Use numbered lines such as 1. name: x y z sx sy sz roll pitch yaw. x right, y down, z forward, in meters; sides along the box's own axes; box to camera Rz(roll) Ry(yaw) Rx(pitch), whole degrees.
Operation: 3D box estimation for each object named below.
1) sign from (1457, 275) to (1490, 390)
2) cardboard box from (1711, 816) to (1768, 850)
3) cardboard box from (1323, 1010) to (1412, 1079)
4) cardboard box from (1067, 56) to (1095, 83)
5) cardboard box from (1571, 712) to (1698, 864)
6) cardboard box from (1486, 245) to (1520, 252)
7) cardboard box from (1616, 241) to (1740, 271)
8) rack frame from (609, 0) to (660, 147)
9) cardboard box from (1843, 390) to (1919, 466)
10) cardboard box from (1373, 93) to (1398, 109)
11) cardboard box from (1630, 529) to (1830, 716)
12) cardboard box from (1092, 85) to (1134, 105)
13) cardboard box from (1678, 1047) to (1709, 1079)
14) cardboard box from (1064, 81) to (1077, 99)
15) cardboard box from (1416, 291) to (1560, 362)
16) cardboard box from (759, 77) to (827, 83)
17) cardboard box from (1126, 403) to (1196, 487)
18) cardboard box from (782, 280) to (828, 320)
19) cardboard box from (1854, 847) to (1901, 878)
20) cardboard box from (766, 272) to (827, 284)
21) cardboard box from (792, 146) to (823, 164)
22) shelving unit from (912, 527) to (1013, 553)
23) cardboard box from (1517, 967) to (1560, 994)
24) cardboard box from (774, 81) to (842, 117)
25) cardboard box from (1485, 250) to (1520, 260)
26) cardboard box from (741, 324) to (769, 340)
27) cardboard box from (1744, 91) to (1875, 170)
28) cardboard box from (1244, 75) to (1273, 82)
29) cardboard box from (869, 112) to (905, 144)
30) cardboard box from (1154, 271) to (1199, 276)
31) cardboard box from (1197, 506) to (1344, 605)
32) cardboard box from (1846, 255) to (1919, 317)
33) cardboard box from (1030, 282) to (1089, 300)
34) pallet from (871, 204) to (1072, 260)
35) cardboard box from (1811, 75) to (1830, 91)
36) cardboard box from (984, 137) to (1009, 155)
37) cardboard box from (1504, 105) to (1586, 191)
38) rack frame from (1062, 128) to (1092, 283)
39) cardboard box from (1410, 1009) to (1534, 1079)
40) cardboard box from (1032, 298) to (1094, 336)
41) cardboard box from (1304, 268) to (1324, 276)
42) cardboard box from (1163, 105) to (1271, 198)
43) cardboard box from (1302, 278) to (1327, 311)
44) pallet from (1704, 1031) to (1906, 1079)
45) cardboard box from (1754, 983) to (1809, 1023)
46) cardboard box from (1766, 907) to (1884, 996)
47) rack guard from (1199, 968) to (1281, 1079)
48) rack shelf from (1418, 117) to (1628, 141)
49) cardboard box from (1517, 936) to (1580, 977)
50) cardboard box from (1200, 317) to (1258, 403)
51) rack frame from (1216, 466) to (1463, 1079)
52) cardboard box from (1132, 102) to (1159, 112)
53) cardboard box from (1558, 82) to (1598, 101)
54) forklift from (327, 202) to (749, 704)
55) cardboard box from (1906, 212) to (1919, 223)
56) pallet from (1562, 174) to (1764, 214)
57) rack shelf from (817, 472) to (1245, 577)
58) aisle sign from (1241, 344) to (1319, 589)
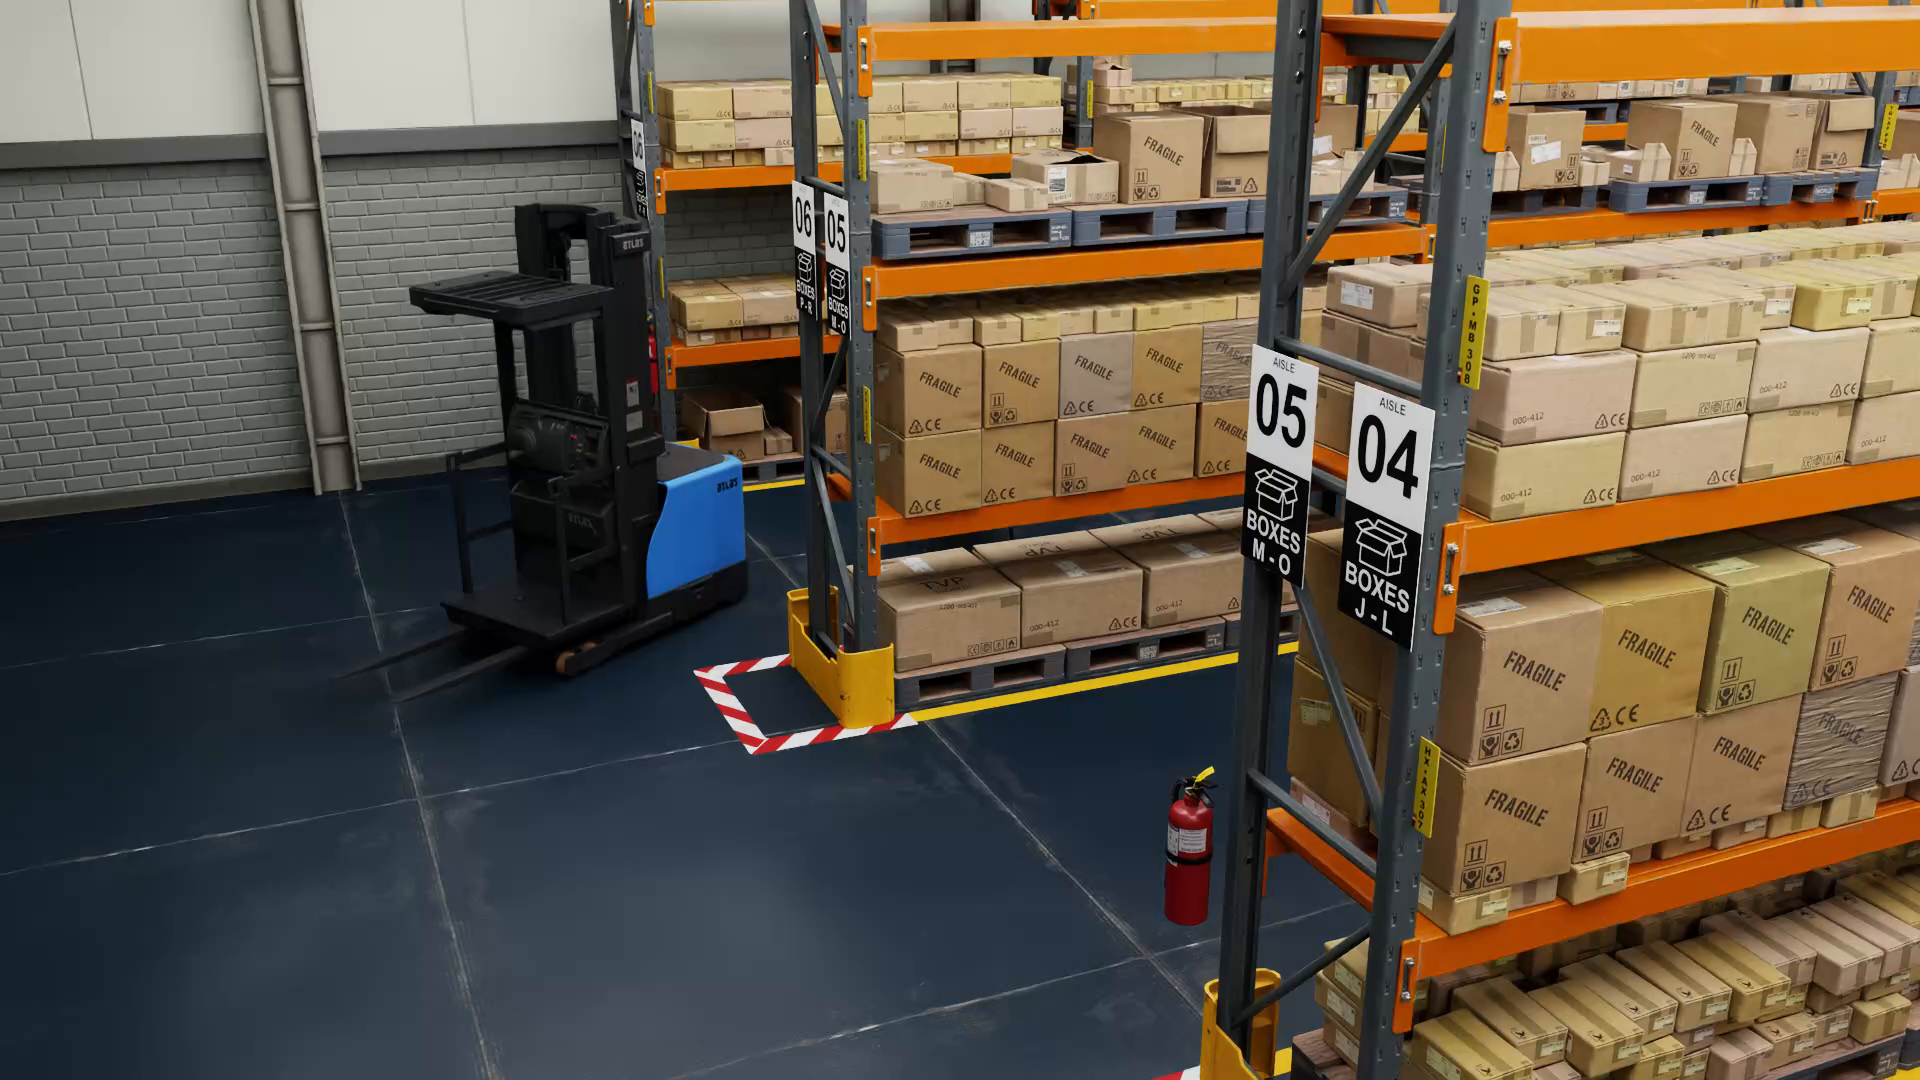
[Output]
1. sign: 1.515 -0.614 4.916 0.005 0.325 0.100 -8 21 -22
2. cardboard box: 2.893 1.031 6.456 0.250 0.149 0.380 -9 21 -23
3. cardboard box: 1.701 2.062 6.810 0.250 0.149 0.380 -8 21 -21
4. cardboard box: 1.203 -4.426 15.583 0.258 0.266 0.396 -8 21 -23
5. cardboard box: 2.303 0.808 6.113 0.500 0.500 0.500 -8 21 -22
6. cardboard box: 5.587 -3.228 17.647 0.500 0.250 0.500 -7 21 -20
7. cardboard box: 2.677 -1.012 6.236 0.250 0.149 0.380 -8 21 -21
8. rack frame: -2.723 -4.791 13.579 0.127 3.000 1.000 -8 21 -22
9. cardboard box: 3.245 -0.481 6.082 0.500 0.250 0.500 -8 21 -22
10. cardboard box: 4.146 -4.398 16.604 0.250 0.149 0.380 -9 21 -23
11. cardboard box: 2.764 0.281 6.104 0.500 0.500 0.500 -9 21 -23
12. cardboard box: 1.398 -4.075 15.210 0.250 0.149 0.380 -8 21 -20
13. cardboard box: 2.815 2.066 6.797 0.250 0.149 0.380 -8 21 -22
14. cardboard box: 1.179 -4.244 15.691 0.250 0.149 0.380 -8 21 -23
15. cardboard box: 1.687 -0.693 5.330 0.250 0.149 0.380 -8 21 -22
16. cardboard box: -1.479 -3.964 14.773 0.500 0.250 0.500 -8 21 -21
17. cardboard box: 1.182 -0.678 10.781 0.500 0.500 0.500 -7 21 -20
18. cardboard box: -1.273 -2.142 14.868 0.500 0.250 0.500 -9 21 -23
19. cardboard box: 4.085 1.437 7.690 0.250 0.149 0.380 -8 21 -23
20. cardboard box: -1.476 -2.303 15.326 0.500 0.250 0.500 -7 21 -20
21. cardboard box: -1.359 -3.338 14.347 0.250 0.149 0.380 -8 21 -22
22. shelving unit: 0.006 -0.708 13.275 0.755 1.500 0.431 -8 21 -22
23. cardboard box: 2.435 1.825 7.034 0.250 0.149 0.380 -8 21 -23
24. cardboard box: -1.286 -3.795 14.292 0.500 0.250 0.500 -8 21 -23
25. cardboard box: 5.590 -2.991 17.727 0.500 0.250 0.500 -9 21 -23
26. cardboard box: -1.870 -1.895 14.766 0.250 0.149 0.380 -8 21 -23
27. cardboard box: 6.306 -3.067 12.411 0.637 0.503 0.797 -10 22 -25
28. cardboard box: 3.035 -4.537 16.552 0.250 0.149 0.380 -8 21 -22
29. cardboard box: -0.808 -3.633 14.584 0.500 0.250 0.500 -9 21 -23
30. cardboard box: 1.958 -2.796 16.164 0.500 0.500 0.700 -8 21 -21
31. cardboard box: 2.300 0.086 11.987 0.875 0.438 0.875 -8 21 -23
32. cardboard box: 3.392 -0.904 5.929 0.250 0.149 0.380 -9 21 -23
33. cardboard box: 0.646 -1.566 10.820 0.250 0.149 0.380 -8 21 -21
34. pallet: -0.077 -1.922 10.081 1.213 0.211 1.003 -8 21 -22
35. cardboard box: 9.533 -5.149 18.708 0.250 0.149 0.380 -7 21 -20
36. cardboard box: 0.260 -3.583 15.042 0.250 0.149 0.380 -7 21 -20
37. cardboard box: 3.843 -2.662 11.266 0.500 0.500 0.500 -9 21 -23
38. rack frame: 0.950 -2.488 16.070 0.127 3.000 1.000 -8 21 -22
39. cardboard box: 1.915 1.949 6.235 0.250 0.149 0.380 -9 21 -24
40. cardboard box: 0.633 -1.381 10.296 0.250 0.149 0.380 -8 21 -21
41. cardboard box: 2.298 -1.798 11.479 0.250 0.149 0.380 -8 21 -21
42. cardboard box: 1.694 -2.496 10.639 0.637 0.503 0.797 -6 20 -18
43. cardboard box: 2.244 -1.630 11.002 0.250 0.149 0.380 -8 21 -22
44. pallet: 3.248 2.098 7.245 1.213 0.211 1.003 -8 21 -22
45. cardboard box: 3.315 1.840 6.991 0.250 0.149 0.380 -7 21 -19
46. cardboard box: 3.581 1.708 6.919 0.250 0.149 0.380 -9 21 -24
47. rack guard: 1.370 2.217 6.472 0.348 0.500 1.175 -8 21 -22
48. rack shelf: 6.459 -4.352 17.933 4.000 0.370 1.077 -8 21 -22
49. cardboard box: 2.389 1.664 7.044 0.250 0.149 0.380 -9 21 -24
50. cardboard box: 1.662 -1.213 10.794 0.500 0.500 0.500 -8 21 -21
51. rack frame: 1.300 1.048 6.029 0.127 3.000 1.000 -8 21 -22
52. cardboard box: 1.633 -3.971 15.361 0.250 0.149 0.380 -8 21 -21
53. cardboard box: 6.319 -4.876 17.404 0.500 0.500 0.500 -8 21 -21
54. forklift: -2.818 -0.659 10.980 1.130 2.935 3.031 13 23 33
55. cardboard box: 11.140 -3.903 19.940 0.500 0.500 0.500 -7 21 -20
56. pallet: 4.996 -2.577 12.093 1.213 0.211 1.003 -7 21 -19
57. rack shelf: 1.083 -0.372 11.145 4.000 0.370 1.077 -8 21 -22
58. aisle sign: 1.114 -0.260 5.830 0.004 0.787 0.394 -8 21 -22
